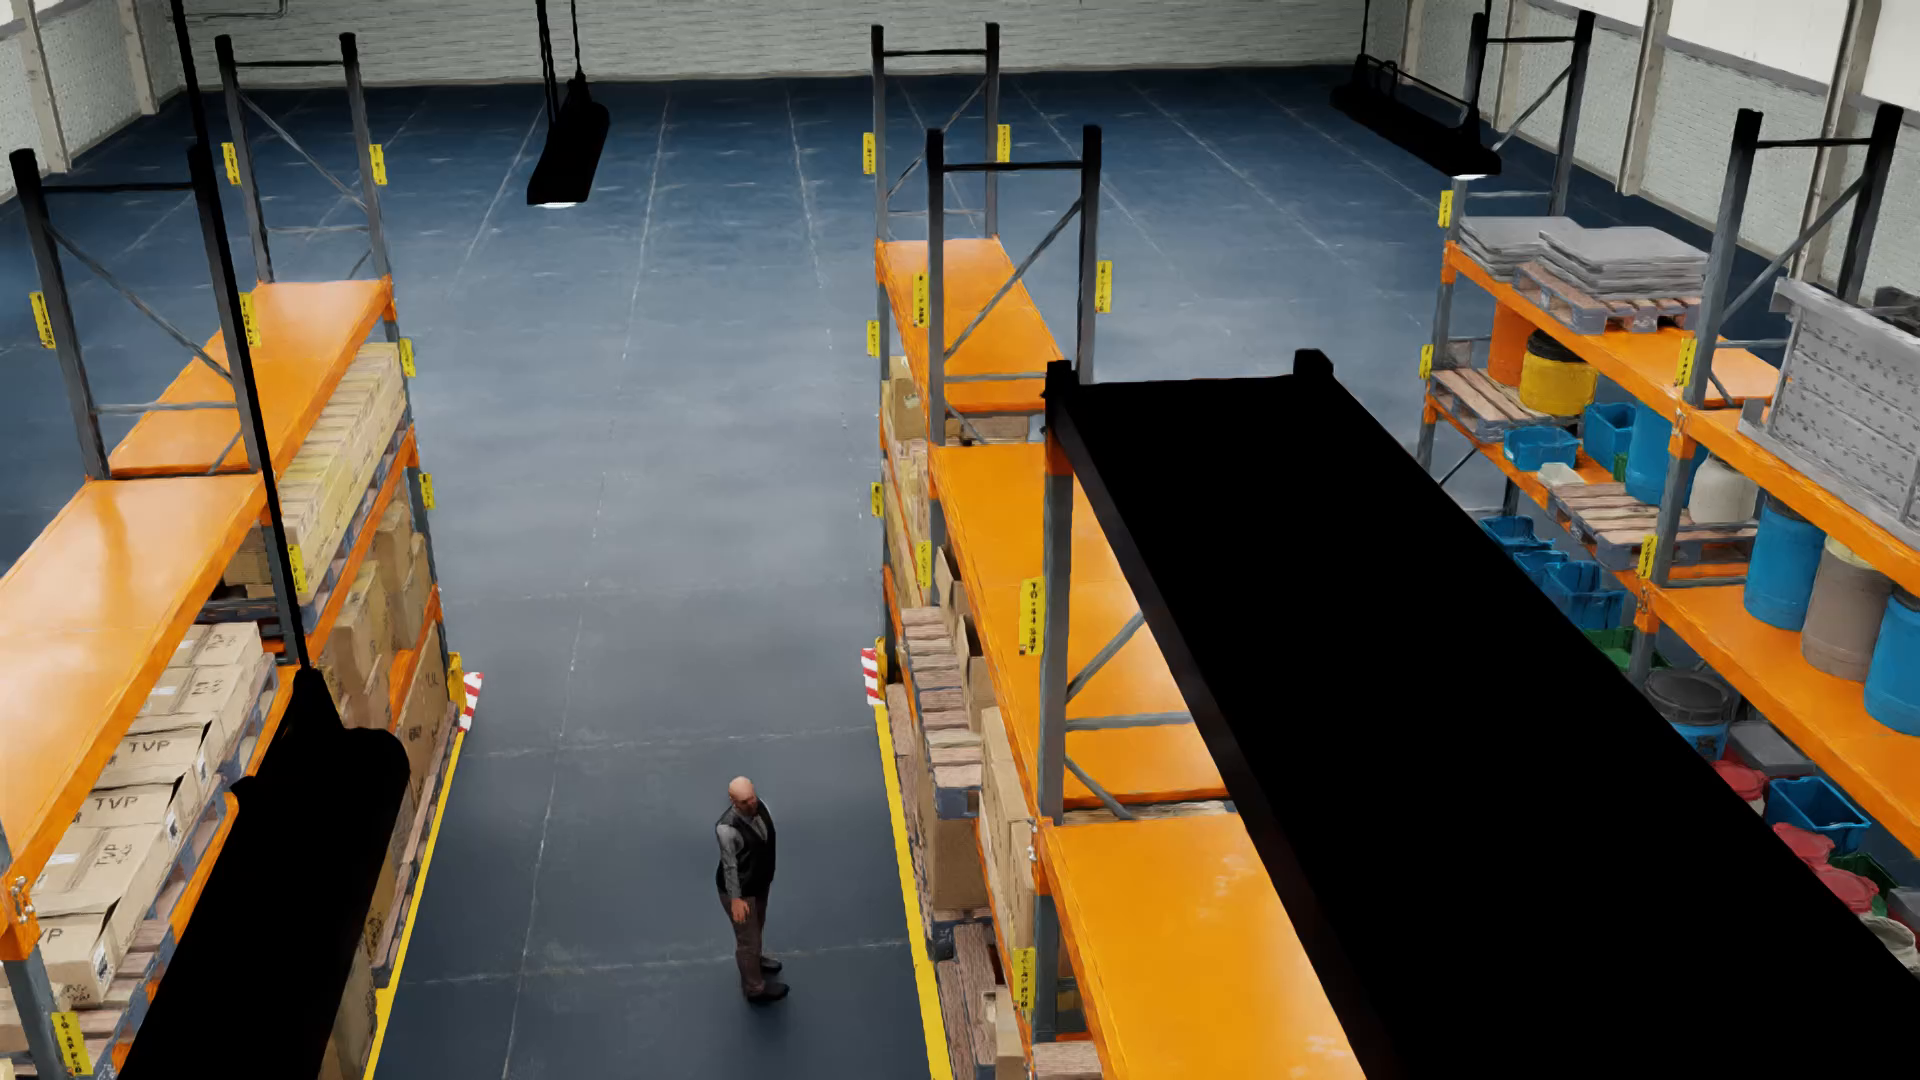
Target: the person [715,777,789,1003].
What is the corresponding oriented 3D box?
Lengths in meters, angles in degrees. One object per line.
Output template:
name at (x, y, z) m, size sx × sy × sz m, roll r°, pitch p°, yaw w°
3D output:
person at (-1.414, 2.379, 11.488) m, size 0.499 × 1.724 × 0.578 m, roll 11°, pitch 27°, yaw 21°
